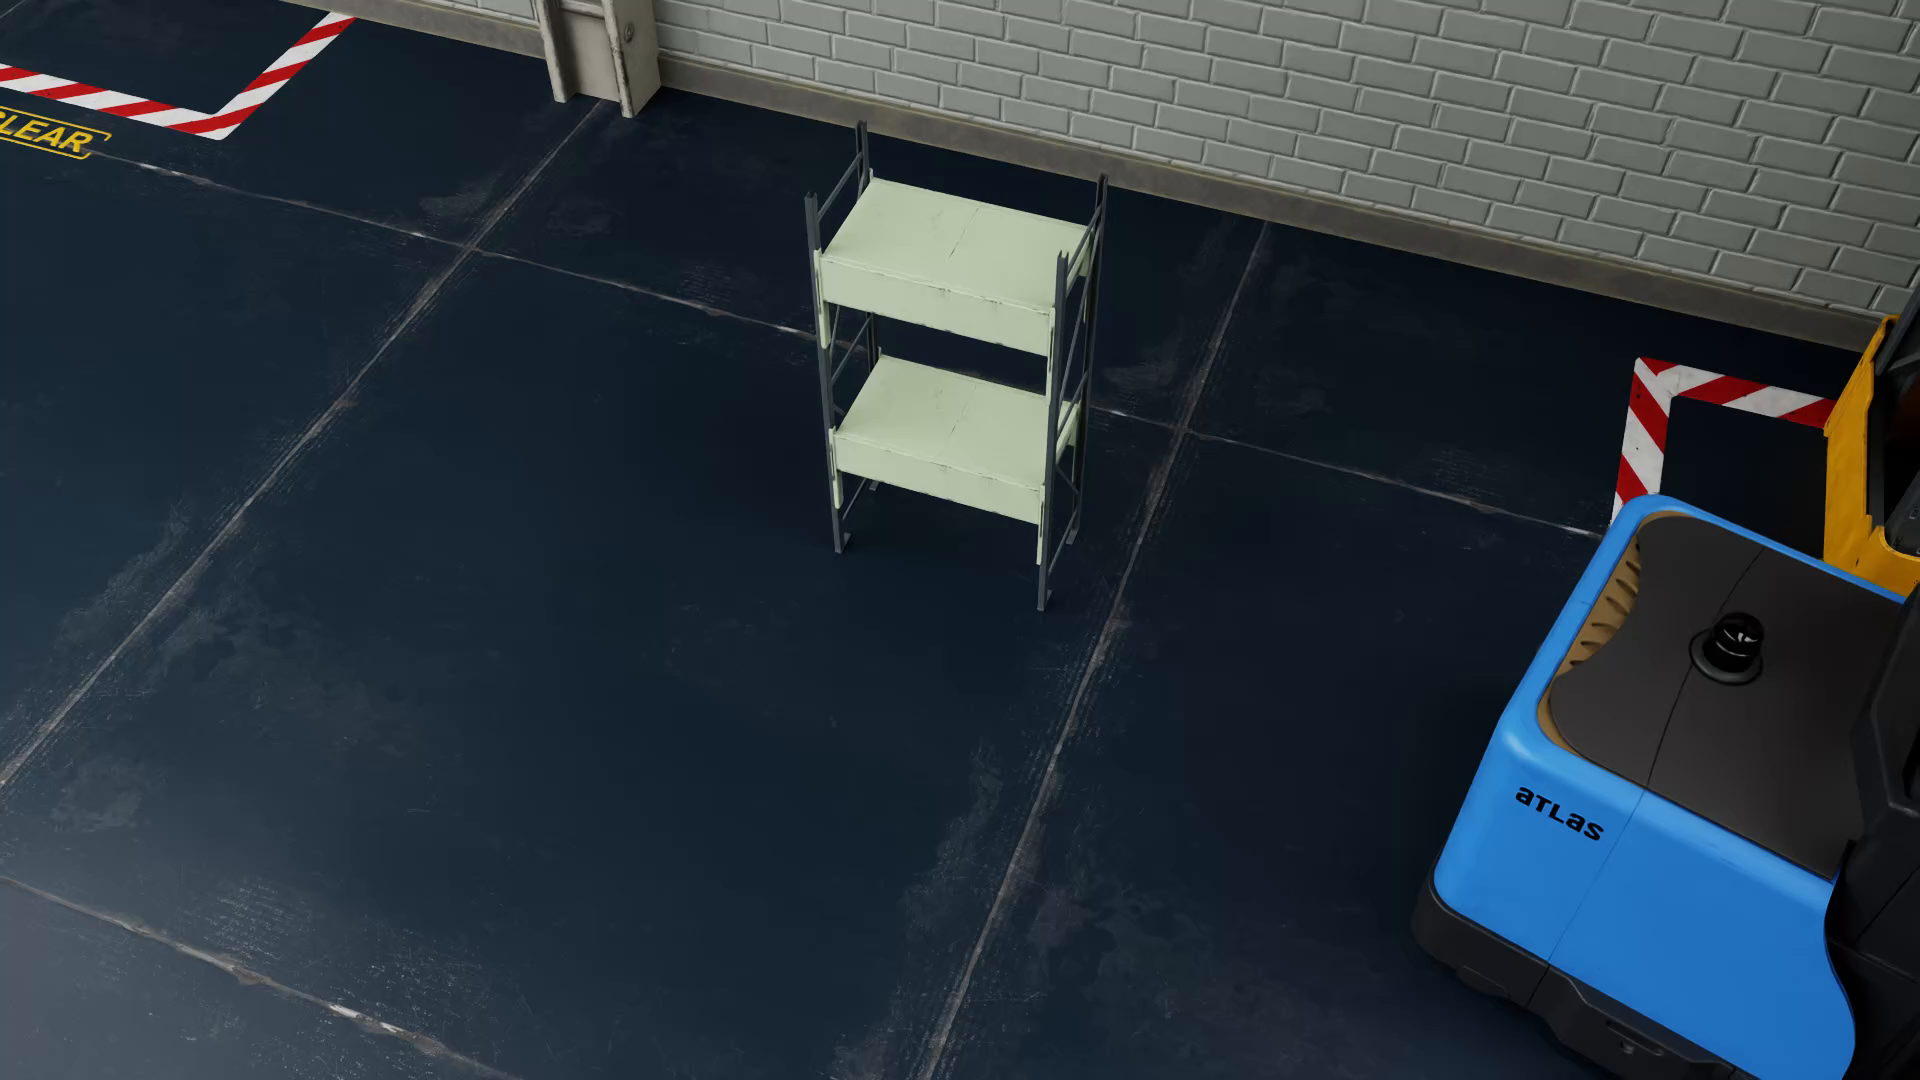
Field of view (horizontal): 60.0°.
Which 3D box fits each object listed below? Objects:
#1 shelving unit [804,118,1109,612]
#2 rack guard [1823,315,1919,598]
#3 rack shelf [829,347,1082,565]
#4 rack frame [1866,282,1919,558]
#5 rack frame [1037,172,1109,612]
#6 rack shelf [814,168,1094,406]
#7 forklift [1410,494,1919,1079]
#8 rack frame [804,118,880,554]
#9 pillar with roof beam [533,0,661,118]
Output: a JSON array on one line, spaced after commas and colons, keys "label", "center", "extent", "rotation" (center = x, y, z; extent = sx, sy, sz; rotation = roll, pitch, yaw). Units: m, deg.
[{"label": "shelving unit", "center": [-0.006, -0.493, 5.185], "extent": [0.755, 1.500, 0.431], "rotation": [16, 51, 13]}, {"label": "rack guard", "center": [3.161, -0.172, 5.568], "extent": [0.348, 0.500, 1.175], "rotation": [16, 51, 13]}, {"label": "rack shelf", "center": [-0.006, -0.279, 5.431], "extent": [0.720, 0.370, 0.431], "rotation": [16, 51, 13]}, {"label": "rack frame", "center": [3.090, -1.011, 4.641], "extent": [0.127, 3.000, 1.000], "rotation": [16, 51, 13]}, {"label": "rack frame", "center": [0.337, -0.397, 5.102], "extent": [0.023, 1.500, 0.400], "rotation": [16, 51, 13]}, {"label": "rack shelf", "center": [-0.006, -0.749, 4.890], "extent": [0.720, 0.370, 0.431], "rotation": [16, 51, 13]}, {"label": "forklift", "center": [2.777, 0.530, 3.351], "extent": [3.031, 2.935, 1.130], "rotation": [28, 55, 22]}, {"label": "rack frame", "center": [-0.350, -0.589, 5.268], "extent": [0.023, 1.500, 0.400], "rotation": [16, 51, 13]}, {"label": "pillar with roof beam", "center": [-3.074, -1.925, 1.463], "extent": [0.400, 9.000, 9.100], "rotation": [16, 51, 13]}]
